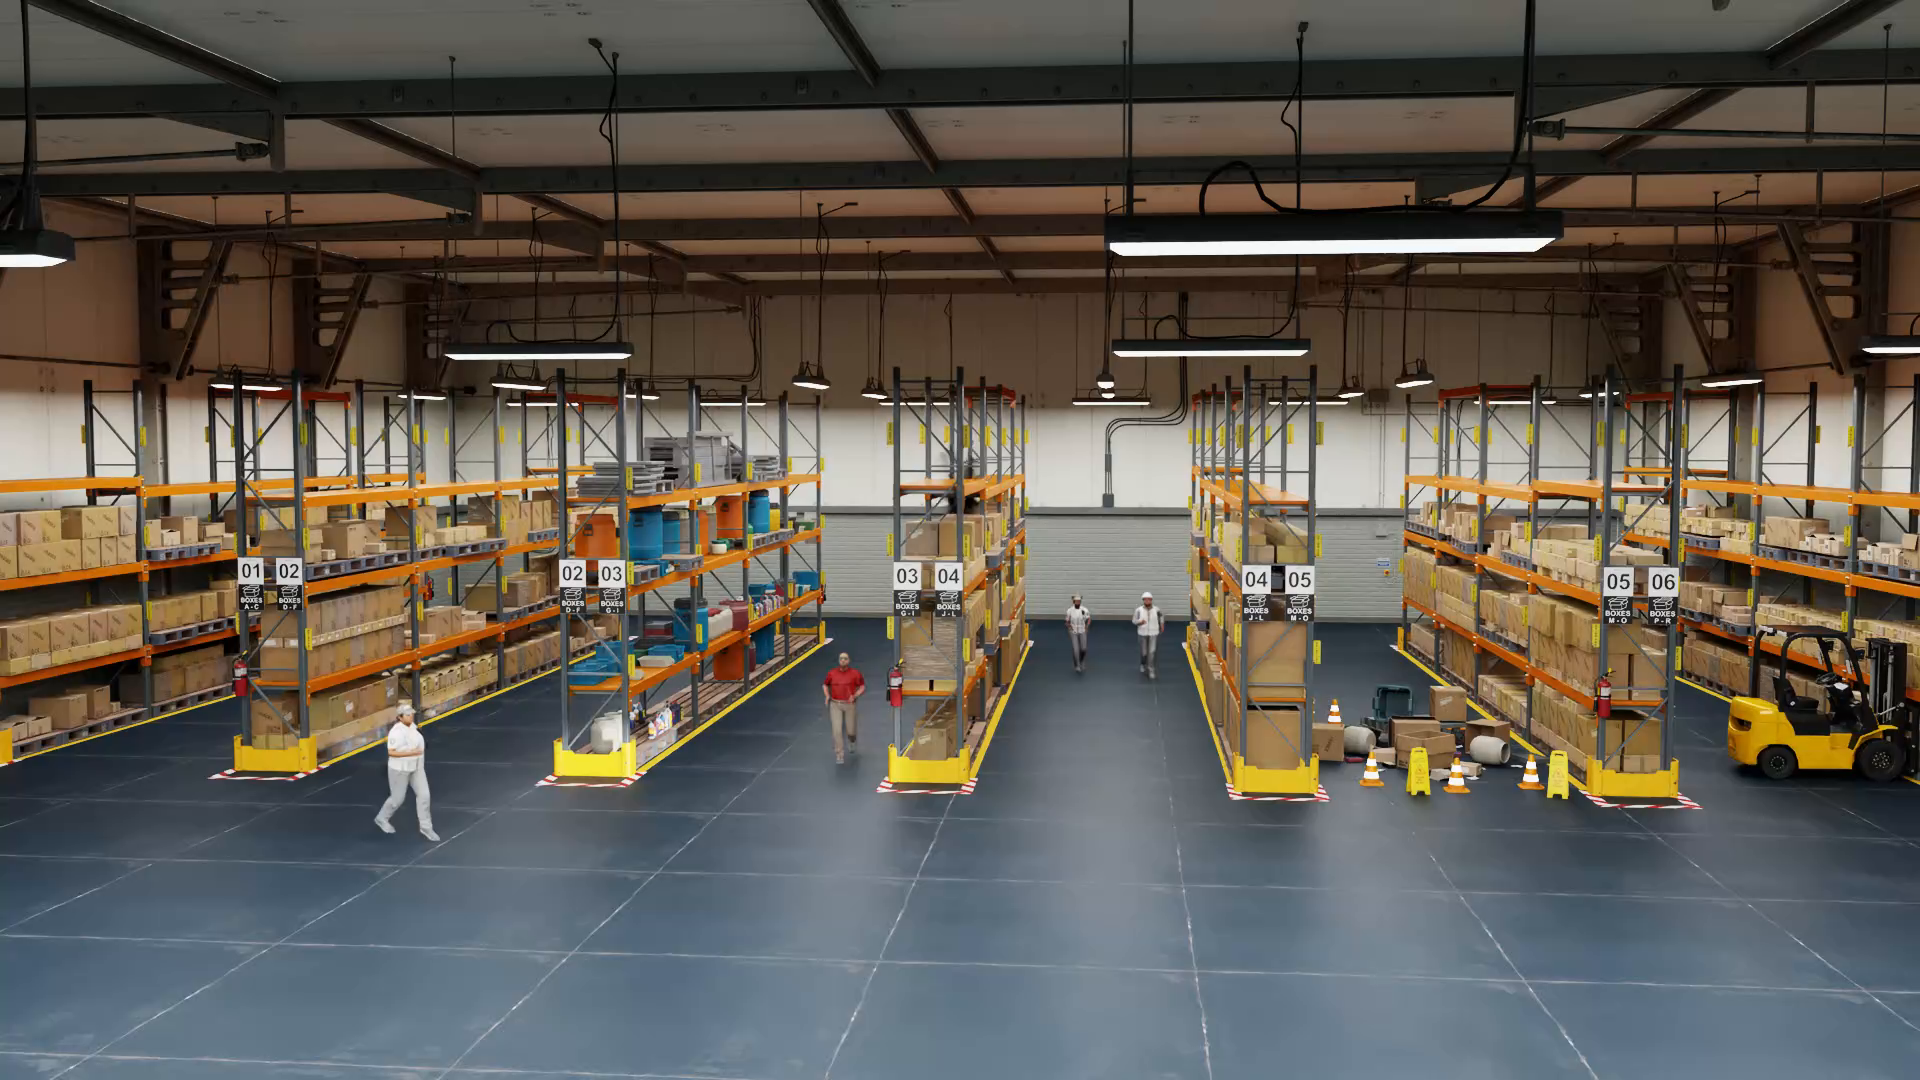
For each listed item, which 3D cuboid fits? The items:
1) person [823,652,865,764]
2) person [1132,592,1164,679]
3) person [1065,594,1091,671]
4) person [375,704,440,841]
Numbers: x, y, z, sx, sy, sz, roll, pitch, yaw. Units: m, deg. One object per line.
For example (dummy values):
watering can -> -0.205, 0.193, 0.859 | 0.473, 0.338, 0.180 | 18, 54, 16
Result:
person -> -1.796, 2.567, 25.627 | 0.669, 1.679, 0.752 | 0, 4, 3
person -> 3.895, 1.949, 34.421 | 0.666, 1.726, 1.066 | 0, 4, 6
person -> 2.510, 1.974, 35.282 | 0.548, 1.655, 0.563 | 0, 4, 2
person -> -6.902, 2.884, 20.669 | 0.878, 1.706, 0.599 | 2, 4, 25
